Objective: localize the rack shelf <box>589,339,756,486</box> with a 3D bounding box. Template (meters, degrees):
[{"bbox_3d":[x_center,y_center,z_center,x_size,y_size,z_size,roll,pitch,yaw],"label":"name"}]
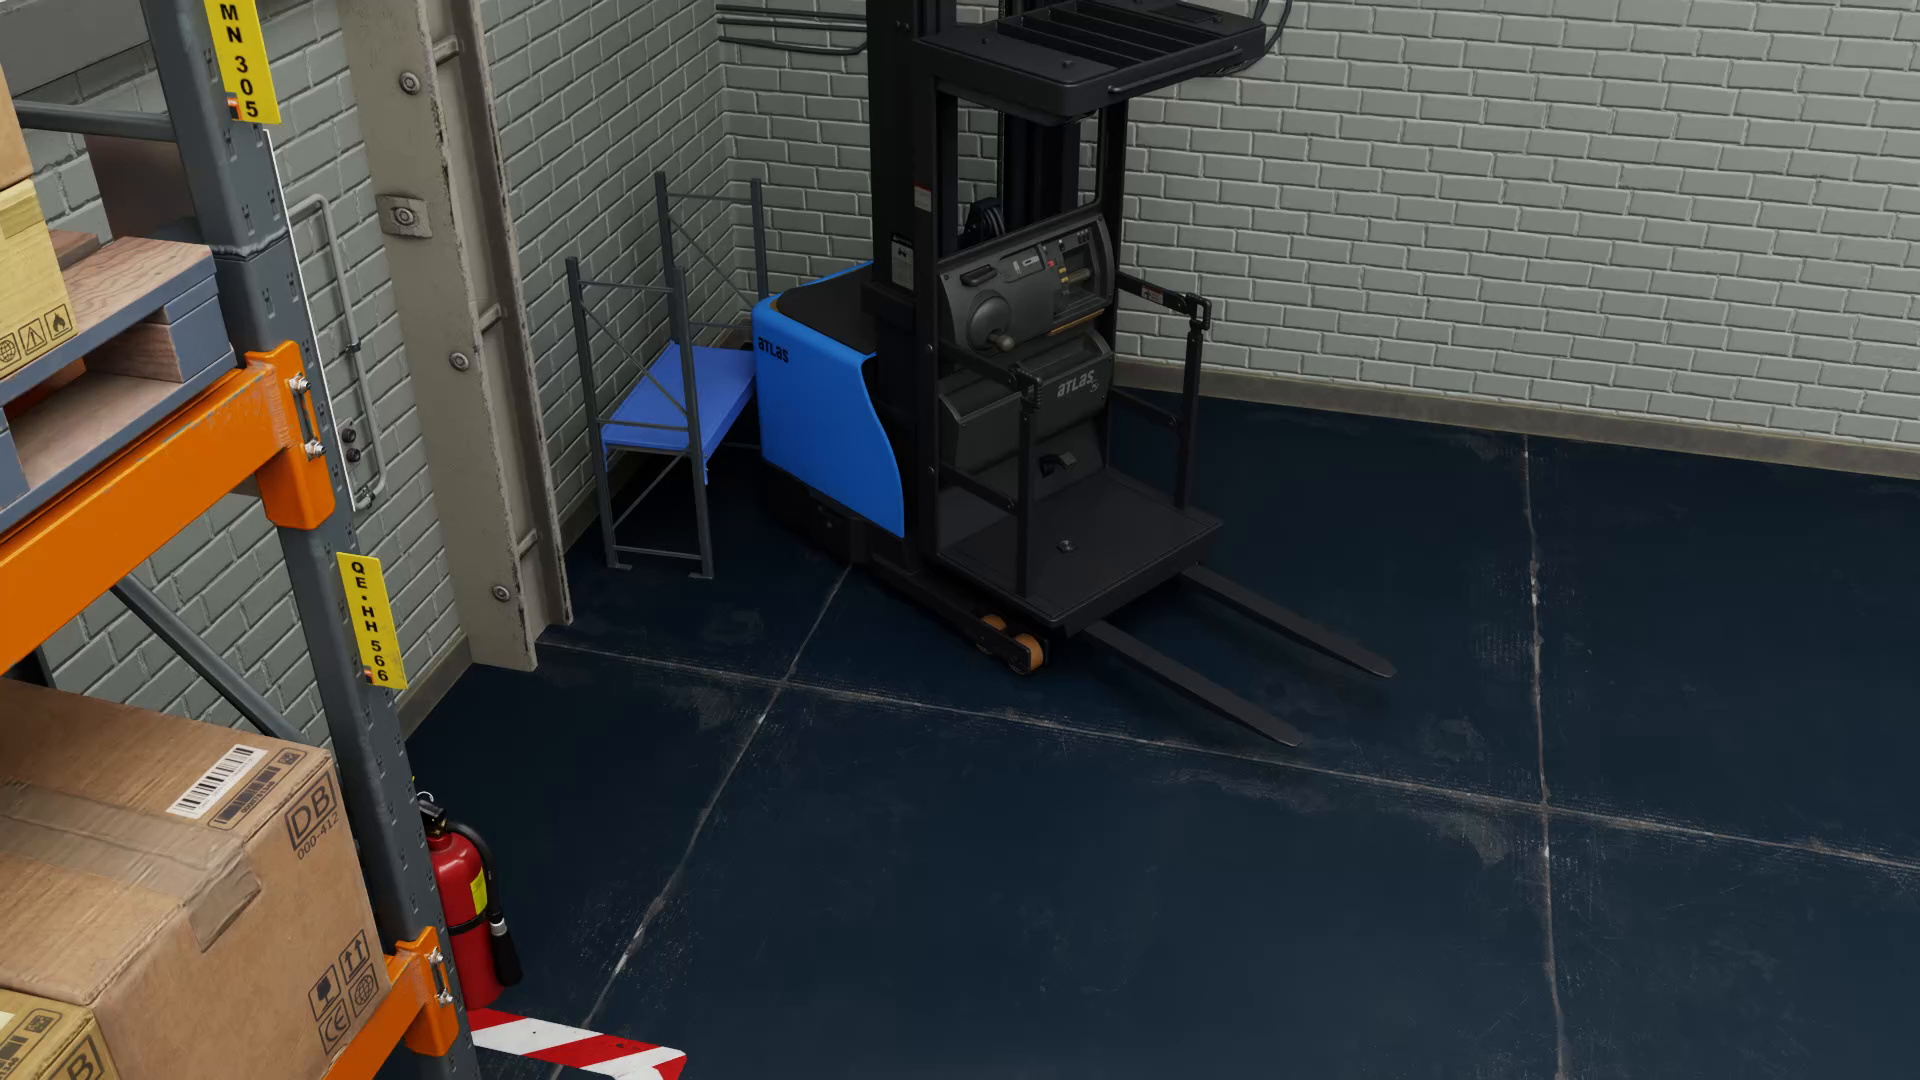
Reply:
[{"bbox_3d":[-1.251,-0.604,7.636,0.538,0.185,1.000,6,33,10],"label":"rack shelf"}]

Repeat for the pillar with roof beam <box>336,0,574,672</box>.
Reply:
[{"bbox_3d":[2.292,-2.789,3.749,9.100,9.000,0.400,8,33,12],"label":"pillar with roof beam"}]

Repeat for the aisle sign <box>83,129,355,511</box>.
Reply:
[{"bbox_3d":[-1.412,-0.418,3.188,0.394,0.787,0.004,8,33,12],"label":"aisle sign"}]

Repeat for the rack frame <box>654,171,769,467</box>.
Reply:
[{"bbox_3d":[-1.148,-1.022,7.960,0.500,1.500,0.032,6,33,10],"label":"rack frame"}]

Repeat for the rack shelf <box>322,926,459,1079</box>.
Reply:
[{"bbox_3d":[-2.228,2.017,2.451,1.077,0.370,4.000,8,33,12],"label":"rack shelf"}]

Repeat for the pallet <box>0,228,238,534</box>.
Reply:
[{"bbox_3d":[-1.899,-0.166,2.502,1.003,0.211,1.213,8,33,12],"label":"pallet"}]

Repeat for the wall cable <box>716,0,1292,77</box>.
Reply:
[{"bbox_3d":[0.060,-3.432,7.655,3.097,2.526,0.112,8,33,12],"label":"wall cable"}]

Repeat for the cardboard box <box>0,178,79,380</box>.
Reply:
[{"bbox_3d":[-1.650,-0.330,2.332,0.500,0.250,0.500,9,34,14],"label":"cardboard box"}]

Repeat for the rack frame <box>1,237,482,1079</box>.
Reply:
[{"bbox_3d":[-1.721,0.676,3.891,1.000,3.000,0.127,8,33,12],"label":"rack frame"}]

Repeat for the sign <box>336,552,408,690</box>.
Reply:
[{"bbox_3d":[-1.199,0.168,3.389,0.100,0.325,0.005,8,33,12],"label":"sign"}]

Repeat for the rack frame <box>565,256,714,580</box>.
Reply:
[{"bbox_3d":[-1.355,-0.488,7.120,0.500,1.500,0.032,6,33,10],"label":"rack frame"}]

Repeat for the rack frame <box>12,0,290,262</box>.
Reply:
[{"bbox_3d":[-1.721,-1.856,2.281,1.000,3.000,0.127,8,33,12],"label":"rack frame"}]

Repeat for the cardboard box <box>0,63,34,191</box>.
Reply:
[{"bbox_3d":[-1.643,-0.646,2.130,0.500,0.500,0.500,8,33,12],"label":"cardboard box"}]

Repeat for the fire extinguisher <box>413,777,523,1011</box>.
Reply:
[{"bbox_3d":[-1.236,0.850,4.036,0.296,0.674,0.183,8,33,12],"label":"fire extinguisher"}]

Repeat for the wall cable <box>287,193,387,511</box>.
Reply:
[{"bbox_3d":[-2.311,-0.546,4.866,0.084,1.984,1.851,8,33,12],"label":"wall cable"}]

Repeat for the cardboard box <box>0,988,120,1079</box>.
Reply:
[{"bbox_3d":[-2.014,1.194,2.796,0.980,0.700,0.700,8,33,12],"label":"cardboard box"}]

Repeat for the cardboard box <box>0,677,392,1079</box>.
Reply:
[{"bbox_3d":[-1.841,0.815,3.392,0.980,0.700,0.700,10,34,15],"label":"cardboard box"}]

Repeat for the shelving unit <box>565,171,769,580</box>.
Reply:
[{"bbox_3d":[-1.251,-0.755,7.540,0.538,1.500,1.048,6,33,10],"label":"shelving unit"}]

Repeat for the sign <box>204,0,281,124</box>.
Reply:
[{"bbox_3d":[-1.199,-0.849,2.742,0.100,0.325,0.005,8,33,12],"label":"sign"}]

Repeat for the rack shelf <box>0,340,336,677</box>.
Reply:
[{"bbox_3d":[-2.228,0.752,1.647,1.077,0.370,4.000,8,33,12],"label":"rack shelf"}]

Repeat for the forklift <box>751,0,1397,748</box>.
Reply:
[{"bbox_3d":[0.431,-0.996,6.584,1.130,2.935,3.031,-27,41,-36],"label":"forklift"}]
